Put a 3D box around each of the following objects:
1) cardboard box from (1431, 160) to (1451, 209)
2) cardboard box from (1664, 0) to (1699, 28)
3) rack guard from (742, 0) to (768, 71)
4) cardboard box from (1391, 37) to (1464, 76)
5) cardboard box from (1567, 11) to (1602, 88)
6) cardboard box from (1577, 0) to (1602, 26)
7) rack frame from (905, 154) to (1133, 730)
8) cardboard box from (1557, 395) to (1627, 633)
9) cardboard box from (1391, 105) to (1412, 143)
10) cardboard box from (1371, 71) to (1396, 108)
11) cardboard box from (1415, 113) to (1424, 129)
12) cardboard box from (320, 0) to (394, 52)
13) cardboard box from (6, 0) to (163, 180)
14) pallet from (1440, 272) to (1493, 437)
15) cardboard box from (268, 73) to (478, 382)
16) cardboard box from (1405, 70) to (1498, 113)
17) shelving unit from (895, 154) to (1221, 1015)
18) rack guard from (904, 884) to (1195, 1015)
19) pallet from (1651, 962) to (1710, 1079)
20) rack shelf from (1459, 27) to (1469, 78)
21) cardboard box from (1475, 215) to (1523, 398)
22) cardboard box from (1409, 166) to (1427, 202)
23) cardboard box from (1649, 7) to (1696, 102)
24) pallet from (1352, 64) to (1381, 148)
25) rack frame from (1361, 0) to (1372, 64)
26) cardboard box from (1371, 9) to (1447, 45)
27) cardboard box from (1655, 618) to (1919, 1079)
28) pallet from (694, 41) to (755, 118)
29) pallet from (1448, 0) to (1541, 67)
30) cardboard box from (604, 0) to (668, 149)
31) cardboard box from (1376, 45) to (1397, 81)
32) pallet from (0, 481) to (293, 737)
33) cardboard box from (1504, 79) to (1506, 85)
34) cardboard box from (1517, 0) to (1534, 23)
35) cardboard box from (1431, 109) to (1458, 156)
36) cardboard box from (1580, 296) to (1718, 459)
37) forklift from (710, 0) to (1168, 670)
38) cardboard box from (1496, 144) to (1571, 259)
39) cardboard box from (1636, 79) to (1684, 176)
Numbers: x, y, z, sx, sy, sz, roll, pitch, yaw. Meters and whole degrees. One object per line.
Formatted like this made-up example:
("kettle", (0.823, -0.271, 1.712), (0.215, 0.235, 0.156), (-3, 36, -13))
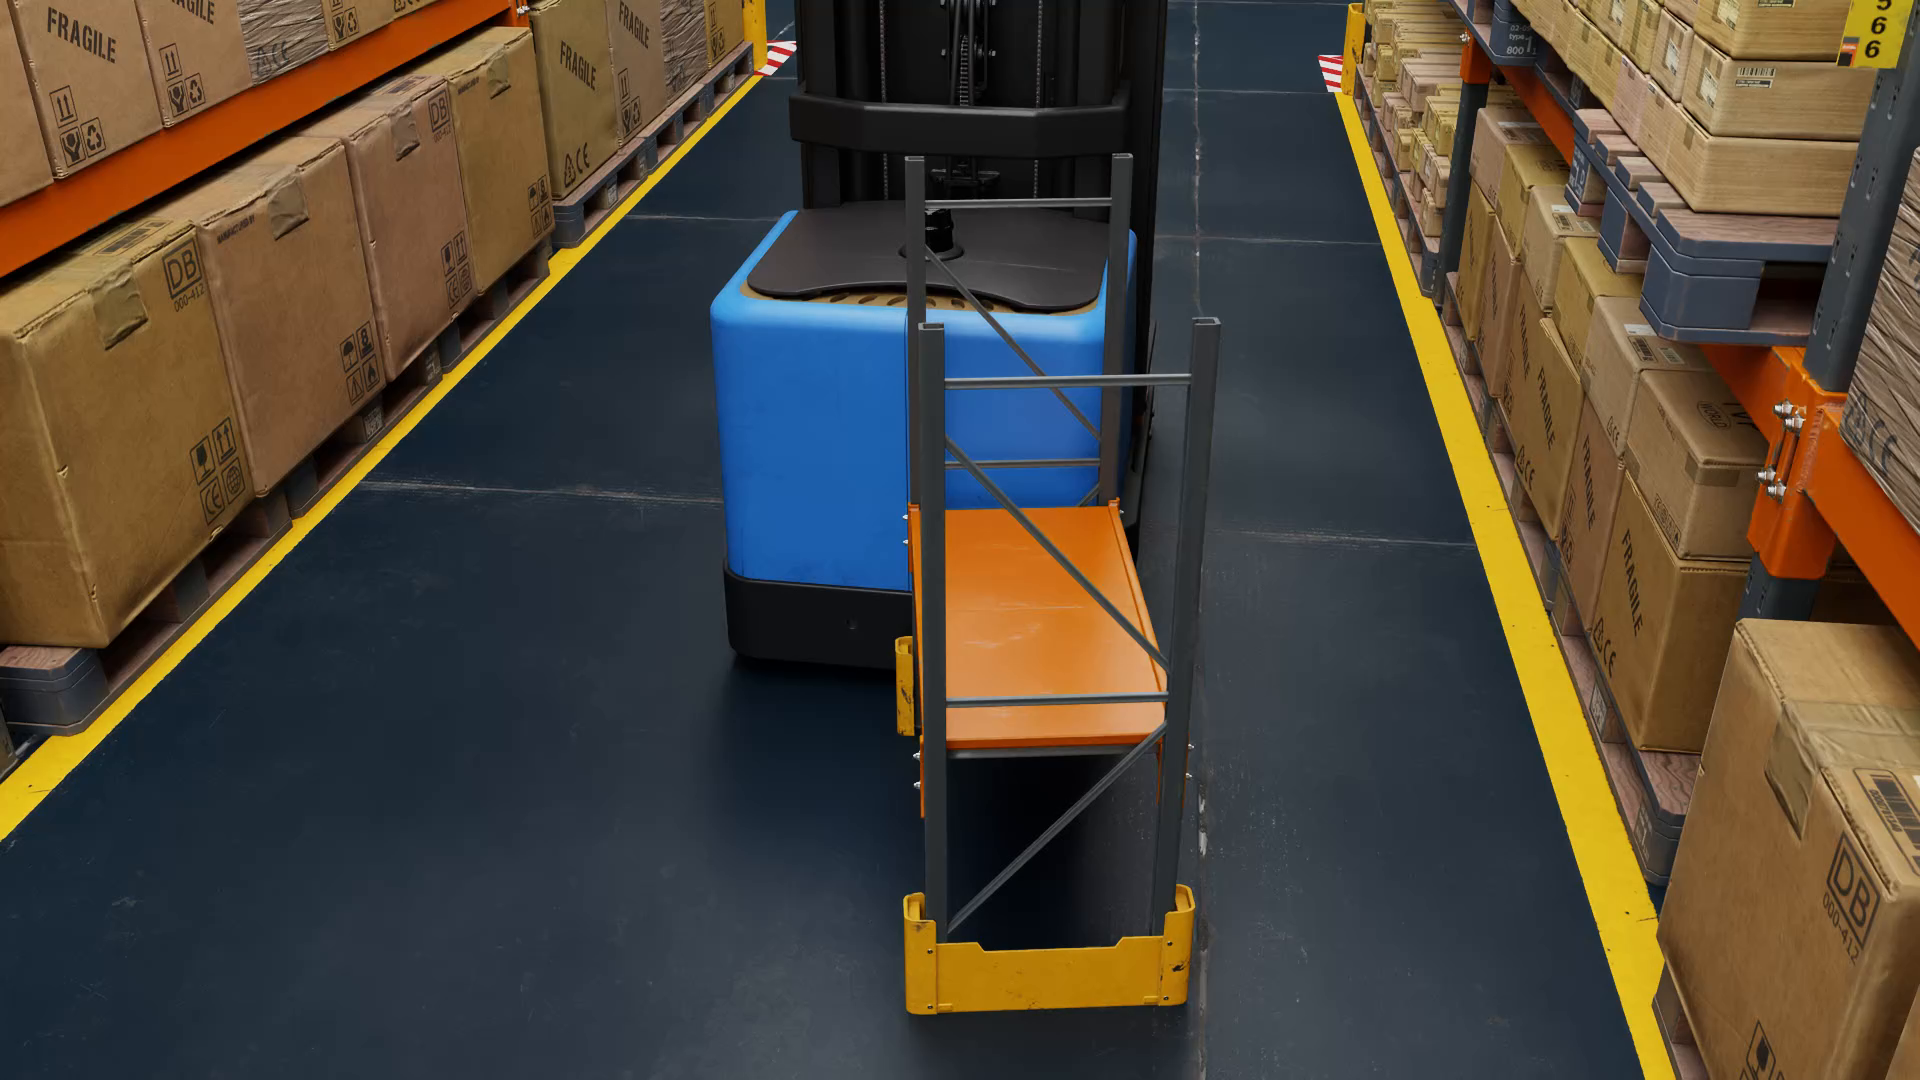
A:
("cardboard box", (2.247, -1.529, 7.176), (0.380, 0.149, 0.250), (4, 29, 7))
("cardboard box", (1.672, -1.131, 3.381), (0.380, 0.149, 0.250), (3, 28, 6))
("rack guard", (-1.893, -3.431, 11.092), (1.175, 0.500, 0.348), (3, 28, 6))
("cardboard box", (2.471, -2.529, 8.717), (0.380, 0.149, 0.250), (4, 29, 7))
("cardboard box", (1.767, -1.234, 4.200), (0.380, 0.149, 0.250), (2, 28, 4))
("cardboard box", (1.767, -1.368, 4.135), (0.380, 0.149, 0.250), (3, 28, 6))
("rack frame", (0.129, -0.180, 4.002), (0.500, 1.500, 0.032), (-1, 28, -3))
("cardboard box", (1.922, -0.073, 4.415), (0.500, 0.500, 0.500), (4, 29, 8))
("cardboard box", (2.456, -2.158, 8.655), (0.380, 0.149, 0.250), (3, 28, 6))
("cardboard box", (2.518, -2.527, 9.342), (0.380, 0.149, 0.250), (4, 29, 7))
("cardboard box", (2.423, -2.018, 8.083), (0.380, 0.149, 0.250), (4, 29, 7))
("cardboard box", (-2.297, -1.967, 5.633), (0.500, 0.500, 0.500), (3, 28, 6))
("cardboard box", (-2.486, -1.255, 4.311), (0.500, 0.500, 0.500), (3, 28, 5))
("pallet", (2.430, -0.708, 6.341), (1.003, 0.211, 1.213), (3, 28, 6))
("cardboard box", (-2.553, -1.164, 6.046), (1.225, 0.875, 0.875), (2, 28, 4))
("cardboard box", (2.375, -2.167, 8.045), (0.380, 0.149, 0.250), (2, 28, 4))
("shelving unit", (0.155, 0.057, 3.563), (0.587, 1.500, 1.083), (-1, 28, -3))
("rack guard", (0.180, 0.843, 3.422), (0.587, 0.250, 0.087), (-1, 28, -3))
("pallet", (1.863, 1.175, 2.846), (1.003, 0.211, 1.213), (3, 28, 6))
("rack shelf", (2.769, -2.927, 8.278), (1.077, 0.370, 4.000), (3, 28, 6))
("cardboard box", (2.107, -0.805, 5.774), (0.500, 0.500, 0.500), (5, 29, 8))
("cardboard box", (2.317, -1.682, 7.772), (0.380, 0.149, 0.250), (2, 28, 5))
("cardboard box", (1.674, -1.009, 3.469), (0.380, 0.149, 0.250), (4, 29, 8))
("pallet", (2.870, -2.541, 9.744), (1.003, 0.211, 1.213), (3, 28, 6))
("rack frame", (3.014, -4.185, 9.855), (1.000, 3.000, 0.127), (3, 28, 6))
("cardboard box", (2.540, -2.902, 9.409), (0.380, 0.149, 0.250), (3, 28, 6))
("cardboard box", (1.870, 0.668, 2.777), (1.050, 0.750, 0.750), (3, 28, 6))
("pallet", (-1.916, -2.912, 10.433), (1.003, 0.211, 1.213), (3, 28, 6))
("pallet", (2.286, -1.866, 5.754), (1.003, 0.211, 1.213), (3, 28, 6))
("cardboard box", (-2.116, -2.617, 8.742), (0.875, 0.875, 0.875), (3, 28, 6))
("cardboard box", (2.524, -2.653, 9.262), (0.380, 0.149, 0.250), (4, 29, 8))
("pallet", (-2.705, 0.106, 4.831), (1.003, 0.211, 1.213), (3, 28, 6))
("cardboard box", (3.070, -2.372, 8.739), (0.380, 0.149, 0.250), (5, 29, 9))
("cardboard box", (1.865, -1.603, 4.884), (0.380, 0.149, 0.250), (3, 28, 5))
("cardboard box", (2.301, -1.799, 7.362), (0.380, 0.149, 0.250), (4, 29, 7))
("cardboard box", (1.909, -0.409, 4.249), (0.500, 0.250, 0.500), (4, 29, 7))
("forklift", (0.096, -1.586, 5.103), (1.130, 2.935, 3.031), (4, 29, 8))
("cardboard box", (2.109, -1.133, 5.593), (0.500, 0.250, 0.500), (4, 29, 8))
("cardboard box", (1.670, -0.869, 3.523), (0.380, 0.149, 0.250), (3, 28, 6))
